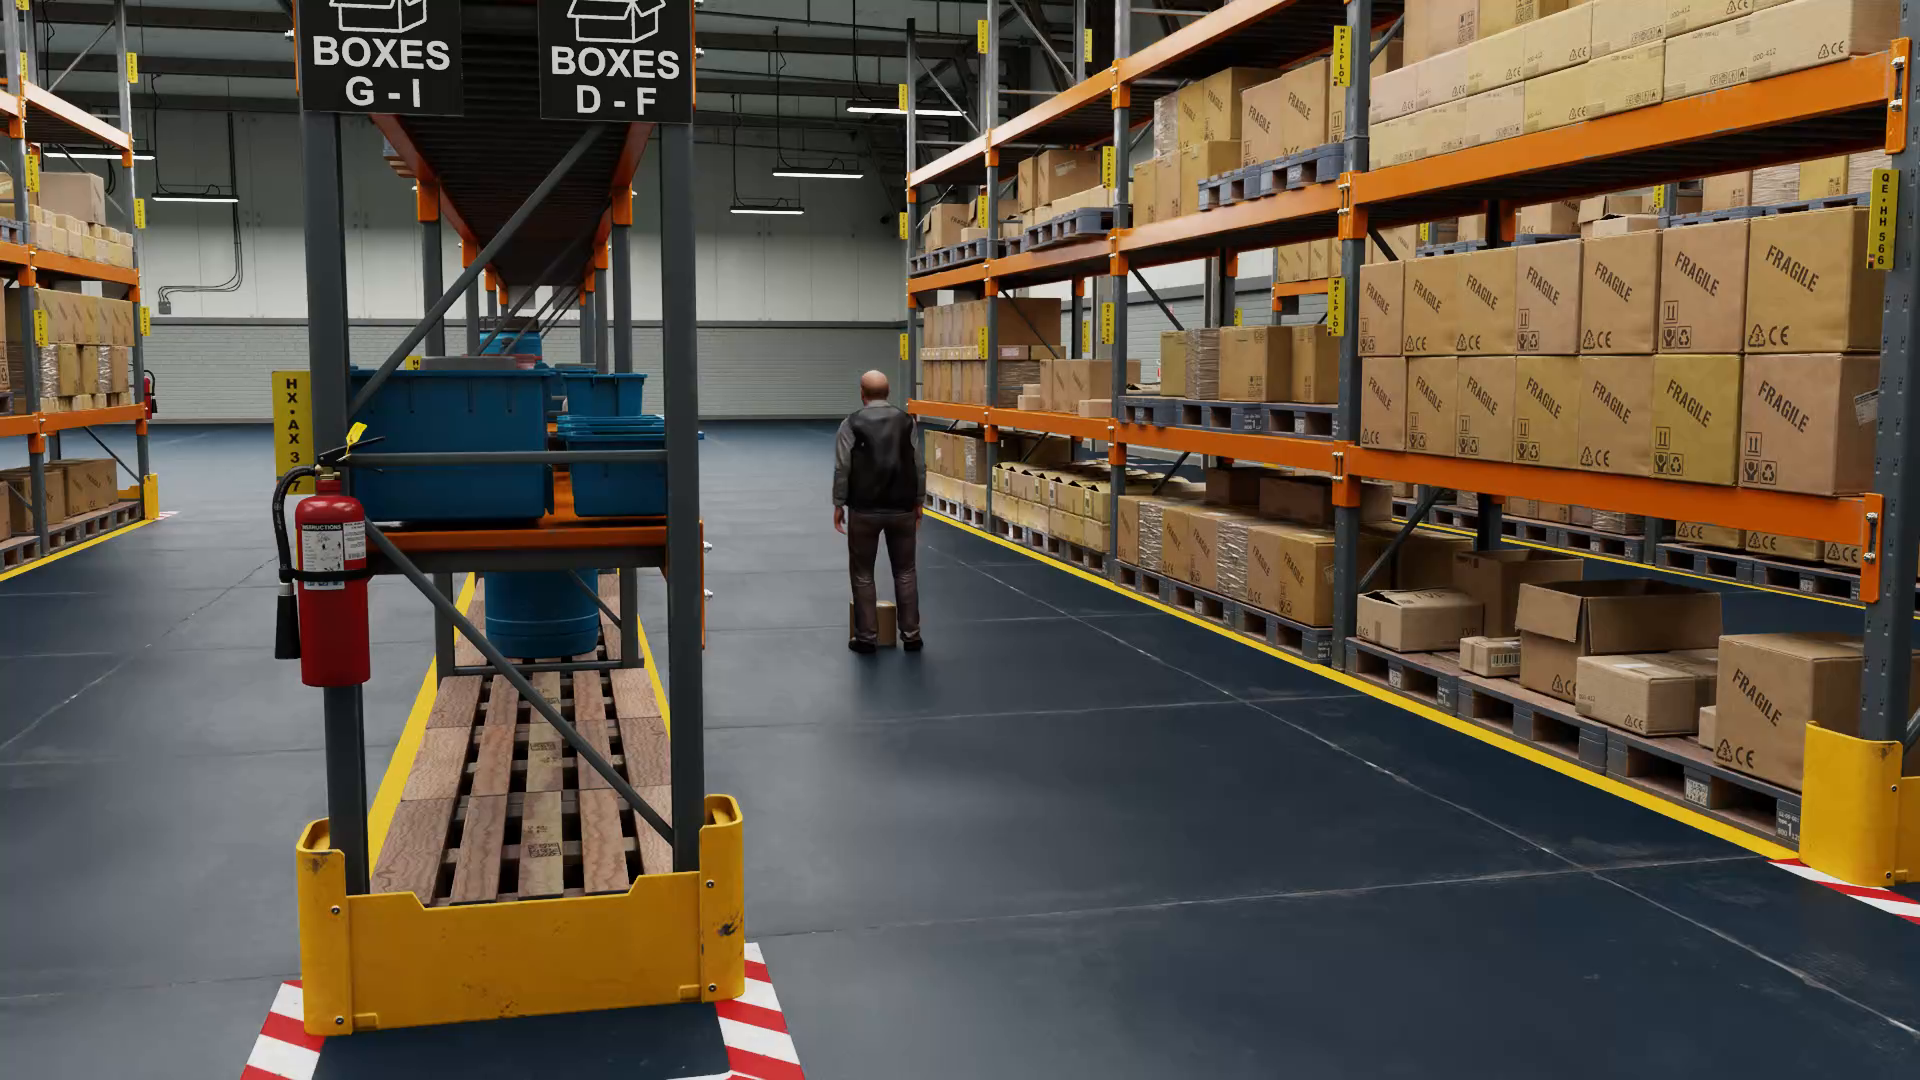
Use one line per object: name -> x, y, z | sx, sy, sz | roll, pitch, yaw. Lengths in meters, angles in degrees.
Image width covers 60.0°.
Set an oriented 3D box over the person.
person -> -0.486, -0.174, 10.189 | 0.593, 1.722, 0.414 | -2, 6, -17
